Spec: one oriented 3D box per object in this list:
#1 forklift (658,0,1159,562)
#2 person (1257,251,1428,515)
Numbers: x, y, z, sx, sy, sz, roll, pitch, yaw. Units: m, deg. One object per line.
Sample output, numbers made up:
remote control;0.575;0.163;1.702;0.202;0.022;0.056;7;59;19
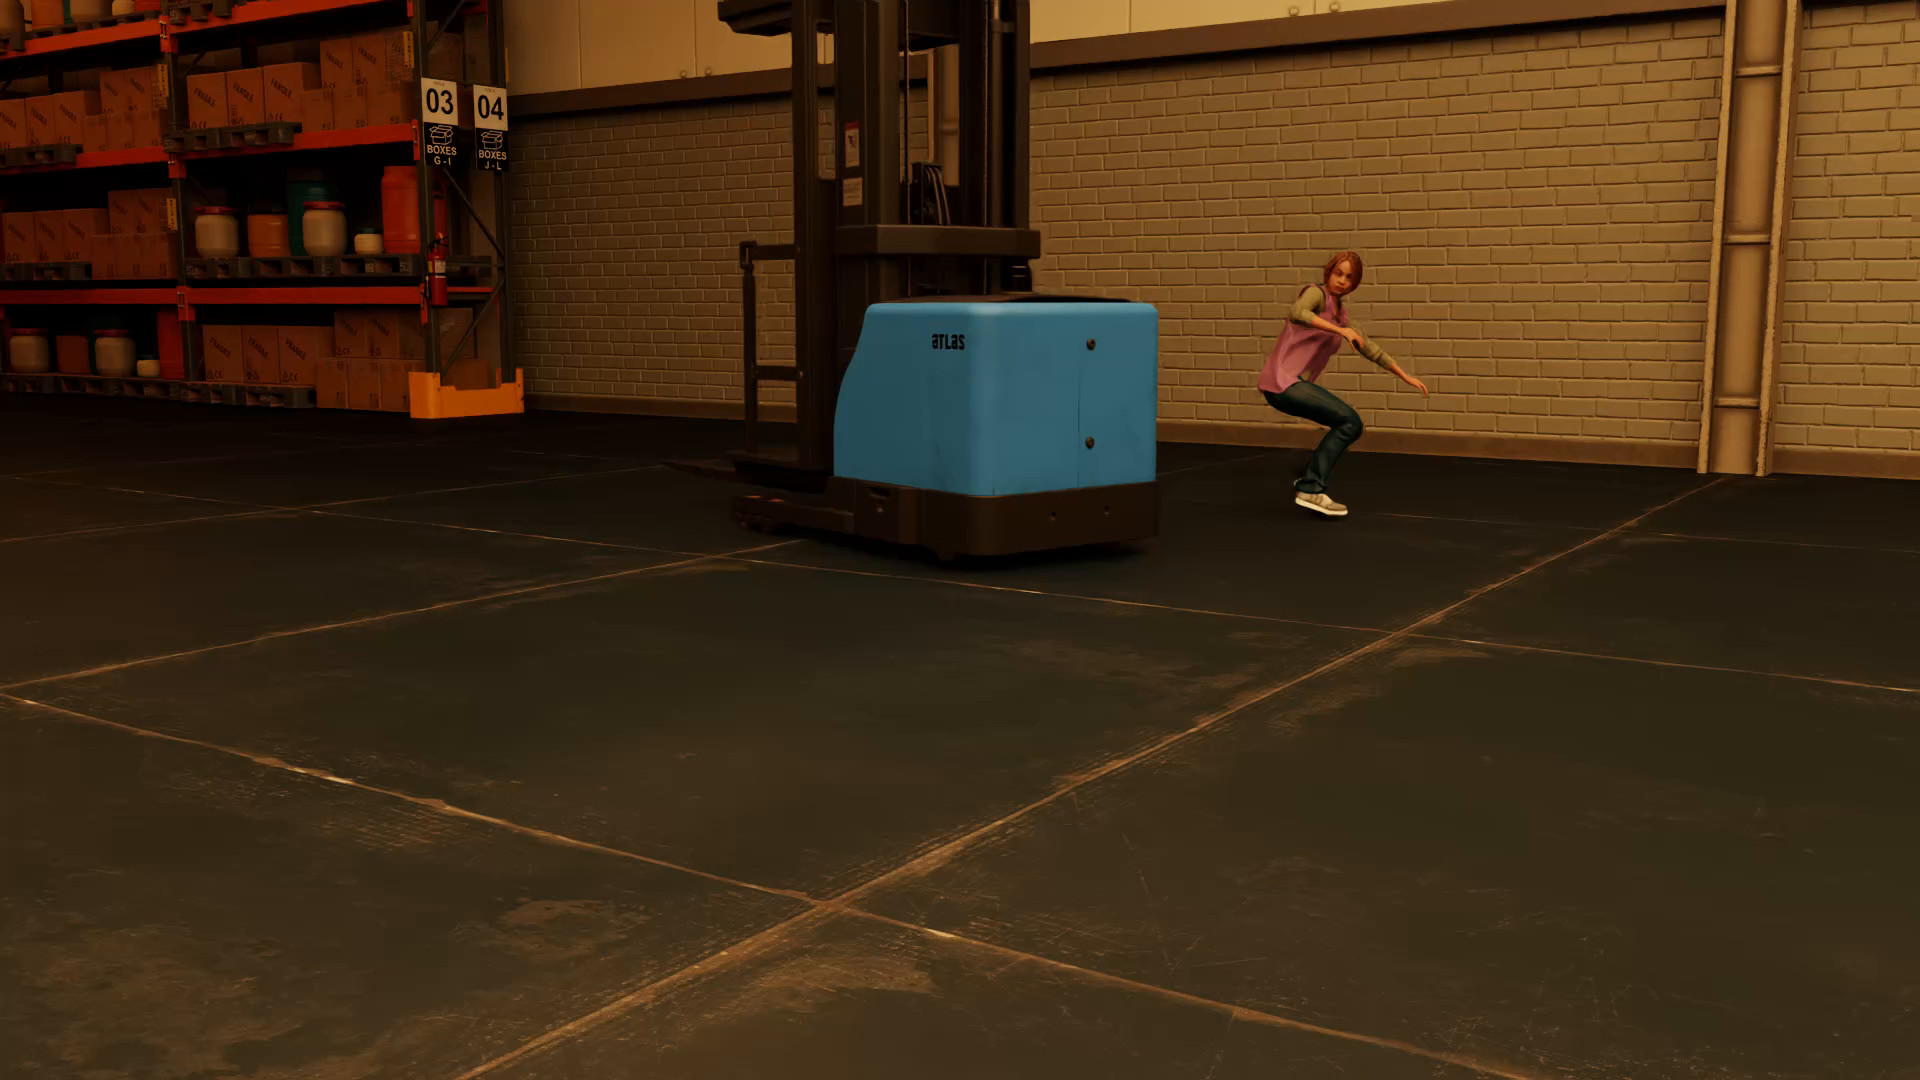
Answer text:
forklift;-0.444;-1.522;7.897;1.130;2.935;3.031;-6;10;-38
person;1.919;-0.778;8.421;0.811;1.350;0.686;3;9;23
